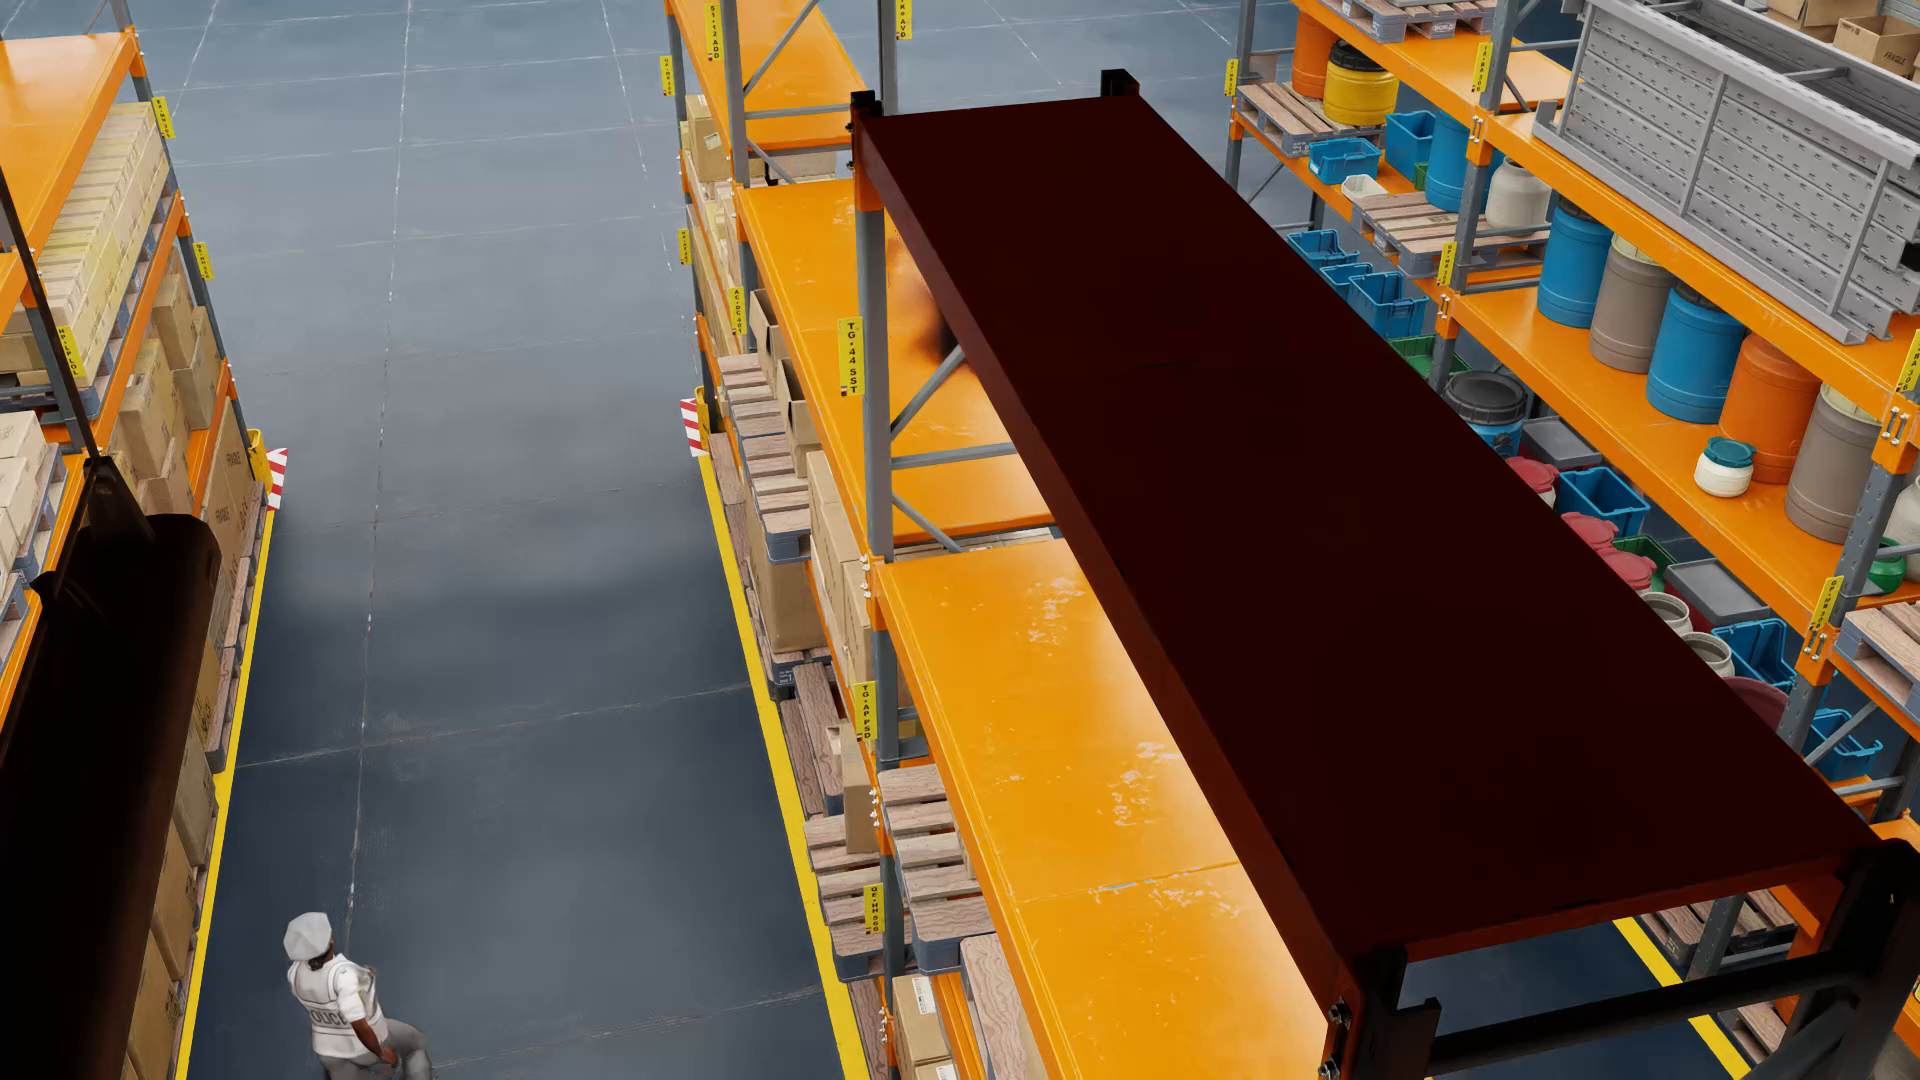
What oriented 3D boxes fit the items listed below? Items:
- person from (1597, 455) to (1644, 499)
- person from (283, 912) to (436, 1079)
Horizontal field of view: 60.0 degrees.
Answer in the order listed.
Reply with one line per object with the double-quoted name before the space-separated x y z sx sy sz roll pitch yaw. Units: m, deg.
"person" 5.454 -0.629 13.563 0.627 1.663 0.761 12 36 16
"person" -3.150 2.642 8.759 0.658 1.638 0.785 5 35 7
